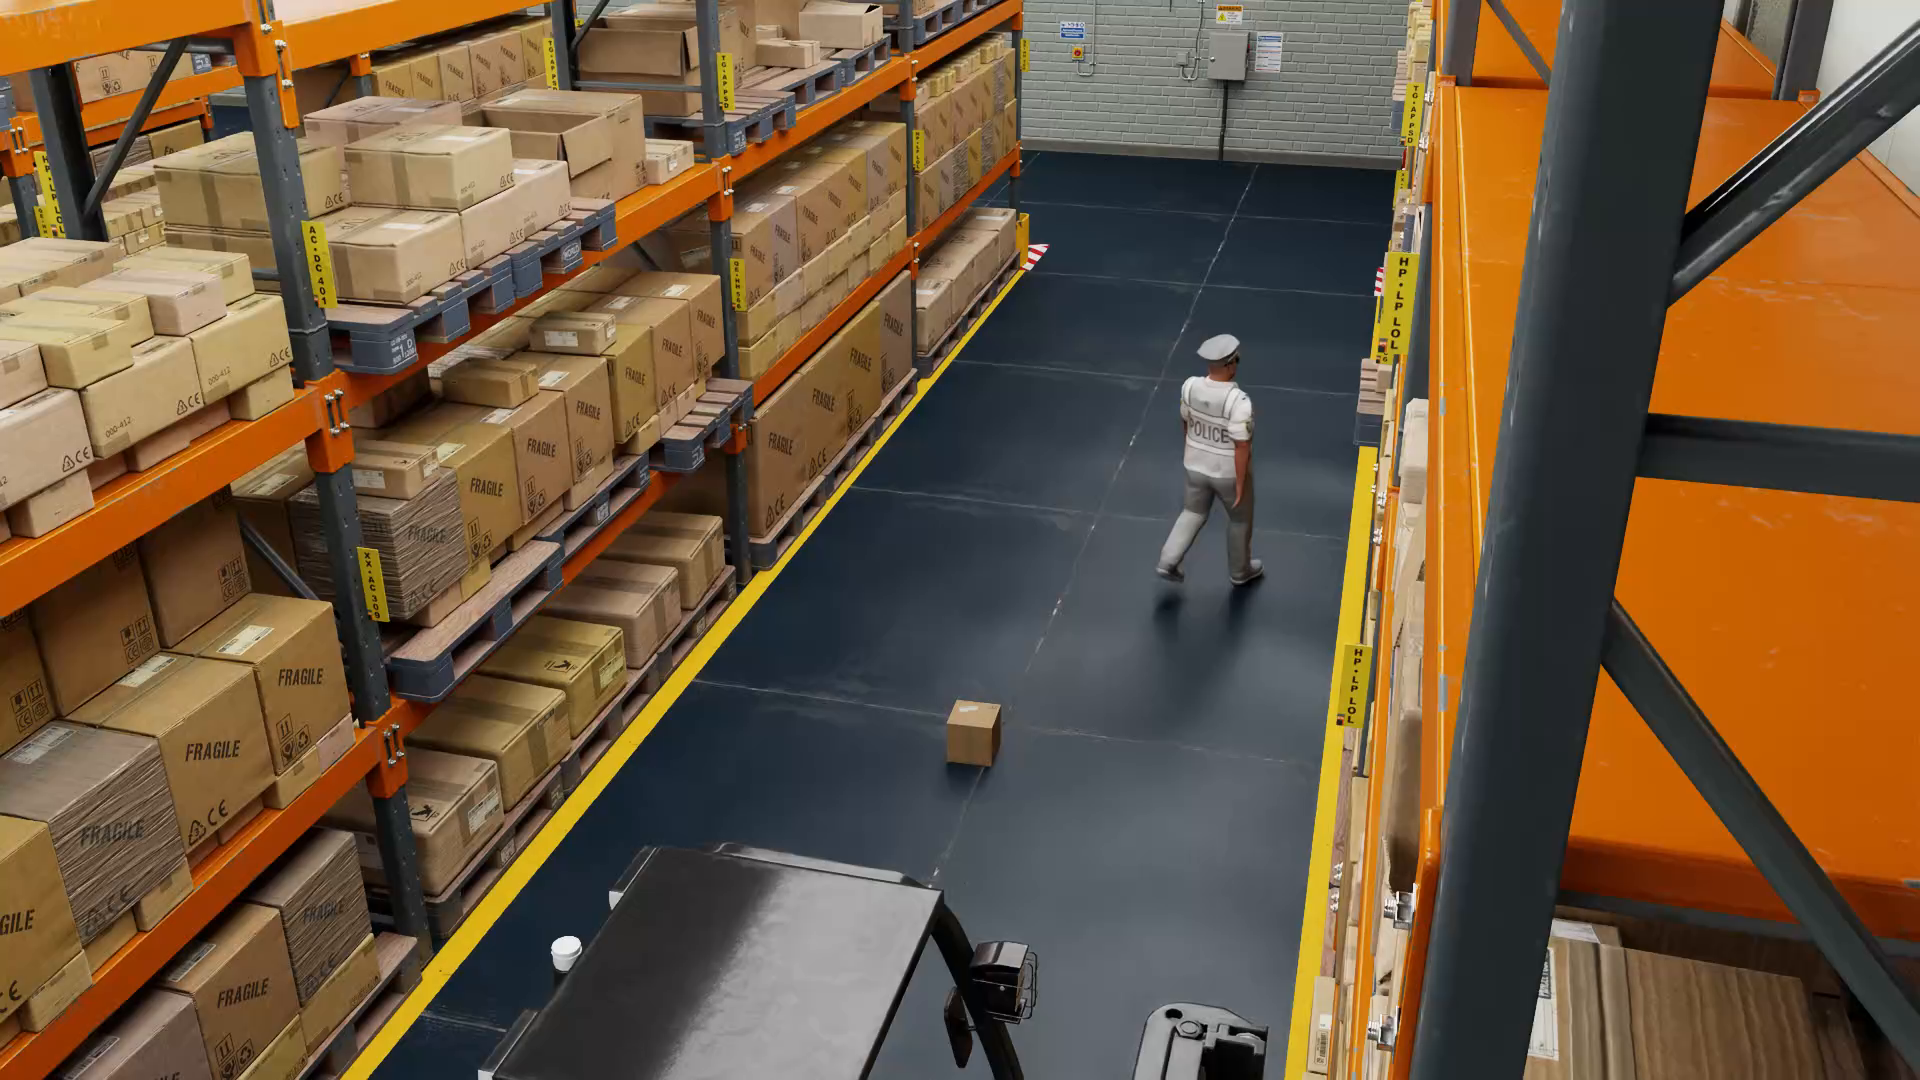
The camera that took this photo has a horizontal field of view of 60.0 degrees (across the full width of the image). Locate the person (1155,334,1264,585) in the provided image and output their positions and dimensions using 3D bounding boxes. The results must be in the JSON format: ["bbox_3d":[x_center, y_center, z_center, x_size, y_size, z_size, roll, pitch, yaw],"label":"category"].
[{"bbox_3d":[1.661,-0.492,10.603,0.536,1.741,0.853,18,31,34],"label":"person"}]
